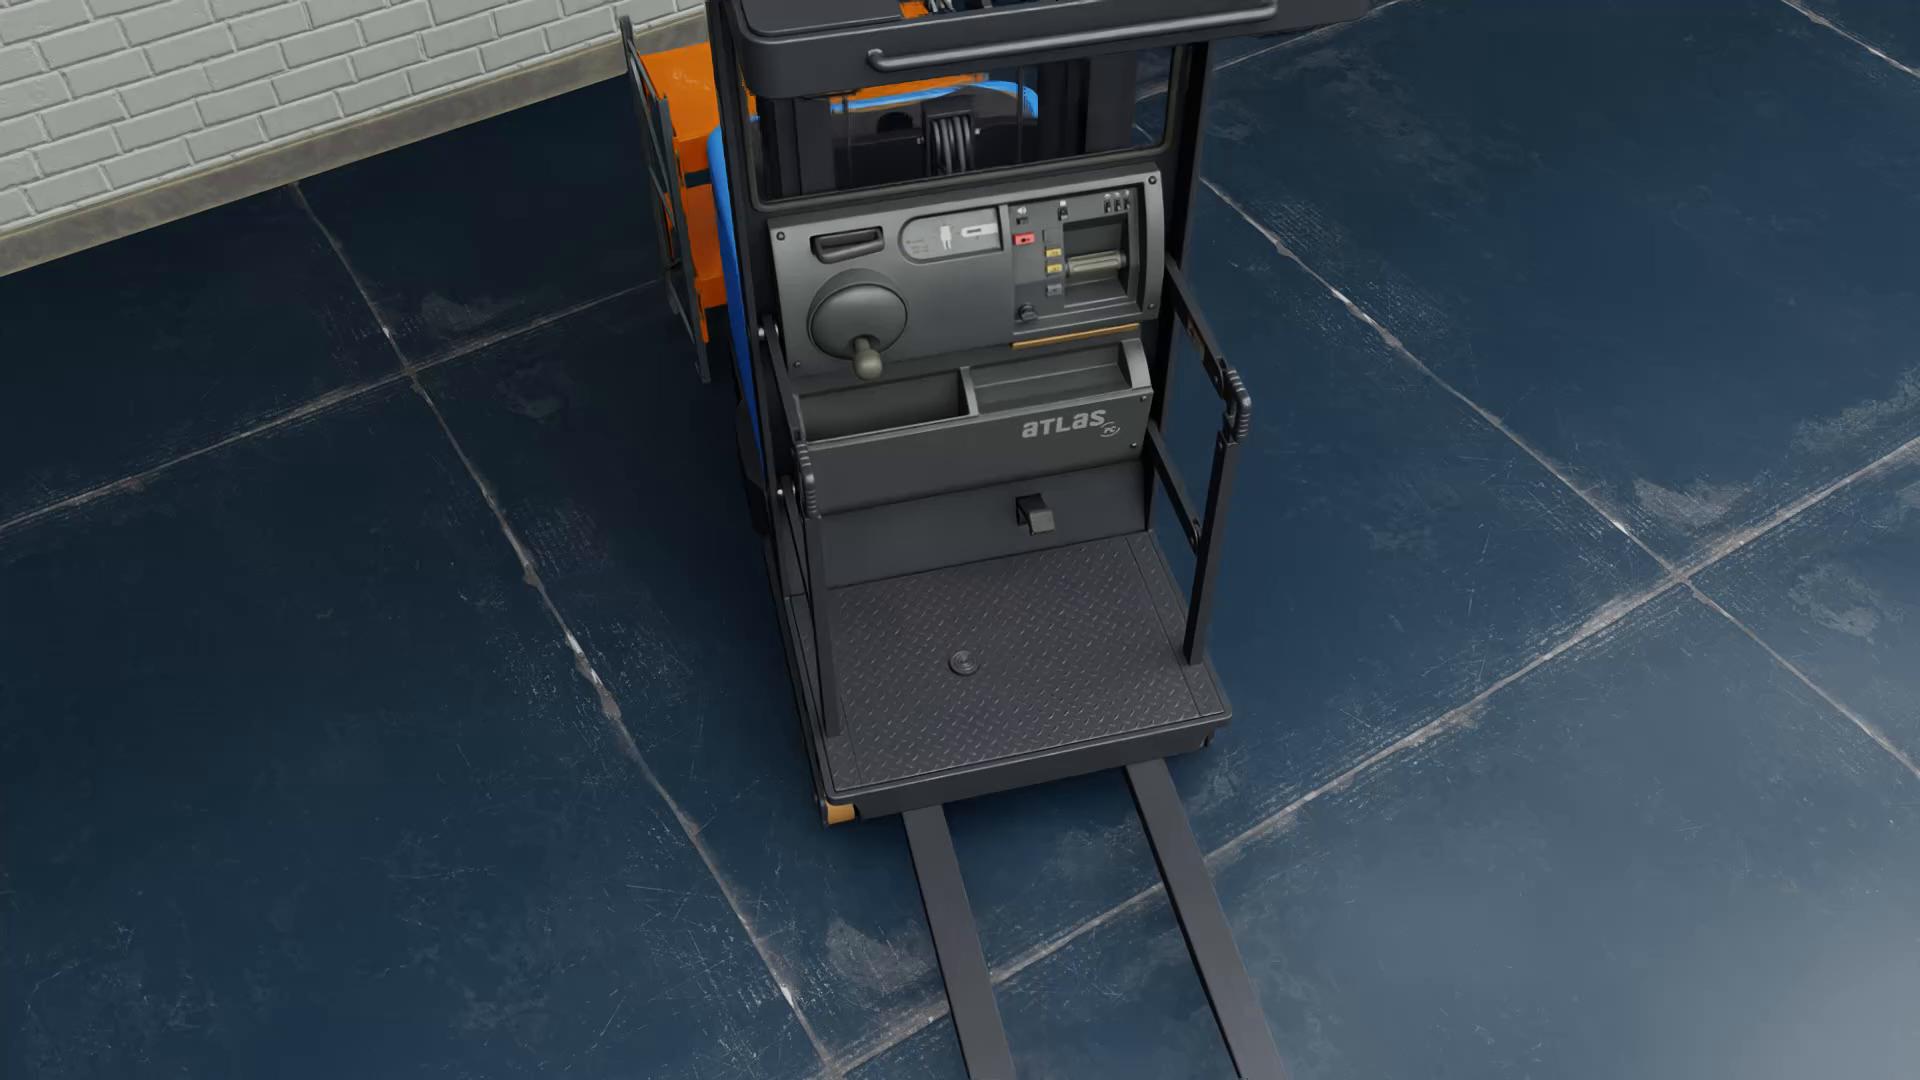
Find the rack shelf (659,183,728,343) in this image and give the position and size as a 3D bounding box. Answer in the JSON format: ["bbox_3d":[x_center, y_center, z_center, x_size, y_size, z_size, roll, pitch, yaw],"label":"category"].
[{"bbox_3d":[-0.489,-1.066,5.773,1.000,0.278,0.538,-16,50,-14],"label":"rack shelf"}]

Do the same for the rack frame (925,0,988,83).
[{"bbox_3d":[-0.015,-1.366,5.712,0.032,1.125,0.500,-16,50,-14],"label":"rack frame"}]

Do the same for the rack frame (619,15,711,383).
[{"bbox_3d":[-0.963,-1.093,5.469,0.032,1.125,0.500,-16,50,-14],"label":"rack frame"}]

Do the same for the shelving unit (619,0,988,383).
[{"bbox_3d":[-0.489,-1.229,5.591,1.048,1.125,0.538,-16,50,-14],"label":"shelving unit"}]

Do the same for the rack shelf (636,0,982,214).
[{"bbox_3d":[-0.489,-1.424,5.372,1.000,0.278,0.538,-16,50,-14],"label":"rack shelf"}]

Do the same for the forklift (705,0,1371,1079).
[{"bbox_3d":[0.082,-0.523,3.754,1.130,2.935,3.031,-10,49,-9],"label":"forklift"}]
